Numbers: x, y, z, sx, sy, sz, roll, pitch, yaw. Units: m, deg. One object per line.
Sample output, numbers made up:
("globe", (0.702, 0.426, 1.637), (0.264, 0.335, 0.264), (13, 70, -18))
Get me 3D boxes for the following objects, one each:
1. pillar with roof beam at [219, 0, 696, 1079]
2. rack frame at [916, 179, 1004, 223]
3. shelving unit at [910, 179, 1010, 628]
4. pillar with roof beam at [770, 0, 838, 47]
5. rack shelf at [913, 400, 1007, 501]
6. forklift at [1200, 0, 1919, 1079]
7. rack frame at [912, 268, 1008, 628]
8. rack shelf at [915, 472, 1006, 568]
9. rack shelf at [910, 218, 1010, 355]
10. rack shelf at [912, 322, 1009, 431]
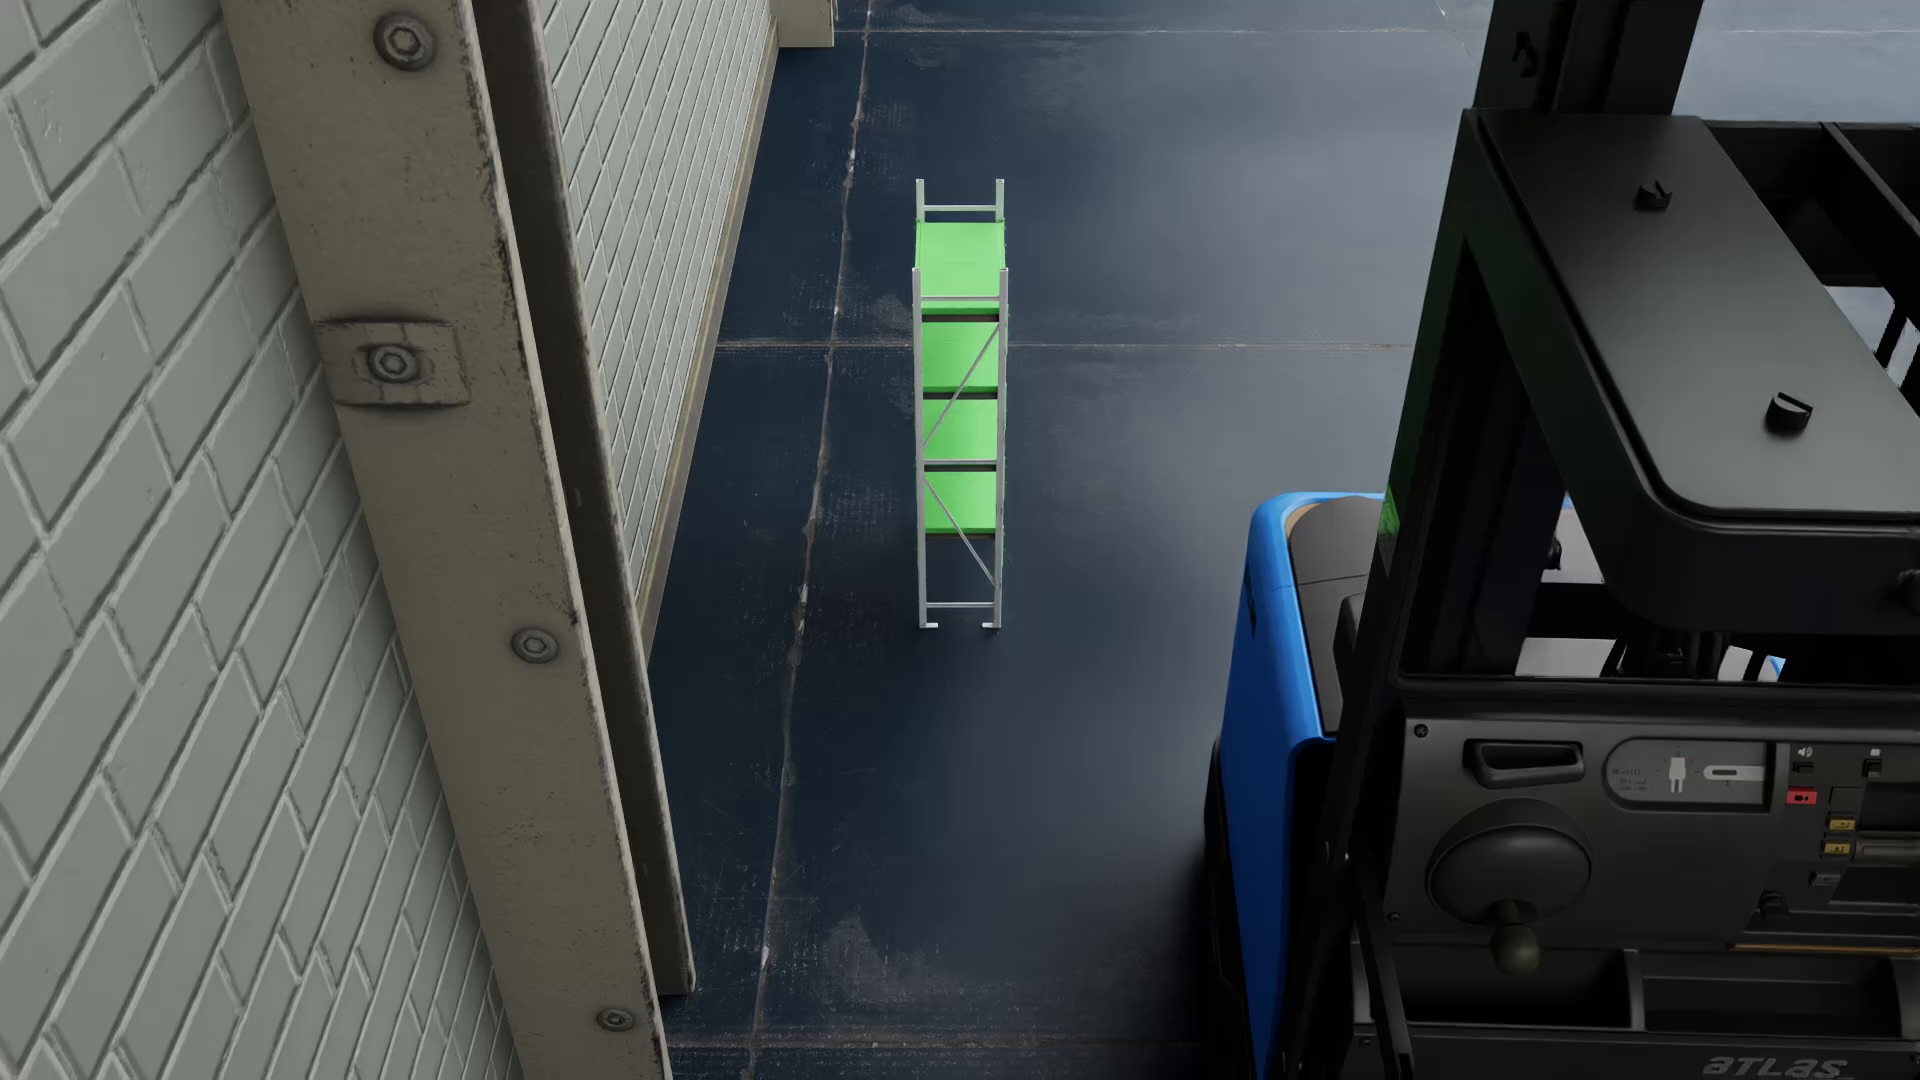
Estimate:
("pillar with roof beam", (3.522, -2.358, 0.996), (9.100, 9.000, 0.400), (0, 39, 0))
("rack frame", (0.000, -0.517, 4.936), (0.240, 1.200, 0.015), (0, 39, 0))
("shelving unit", (0.000, -0.365, 4.746), (0.258, 1.200, 0.503), (0, 39, 0))
("pillar with roof beam", (3.515, -6.110, 5.678), (9.100, 9.000, 0.400), (0, 39, 0))
("rack shelf", (0.000, -0.315, 4.786), (0.258, 0.148, 0.480), (0, 39, 0))
("forklift", (1.098, 0.514, 2.264), (1.130, 2.935, 3.031), (1, 39, 2))
("rack frame", (0.001, -0.212, 4.555), (0.240, 1.200, 0.015), (0, 39, 0))
("rack shelf", (0.000, -0.128, 4.936), (0.258, 0.148, 0.480), (0, 39, 0))
("rack shelf", (0.000, -0.689, 4.485), (0.258, 0.148, 0.480), (0, 39, 0))
("rack shelf", (0.000, -0.502, 4.635), (0.258, 0.148, 0.480), (0, 39, 0))
